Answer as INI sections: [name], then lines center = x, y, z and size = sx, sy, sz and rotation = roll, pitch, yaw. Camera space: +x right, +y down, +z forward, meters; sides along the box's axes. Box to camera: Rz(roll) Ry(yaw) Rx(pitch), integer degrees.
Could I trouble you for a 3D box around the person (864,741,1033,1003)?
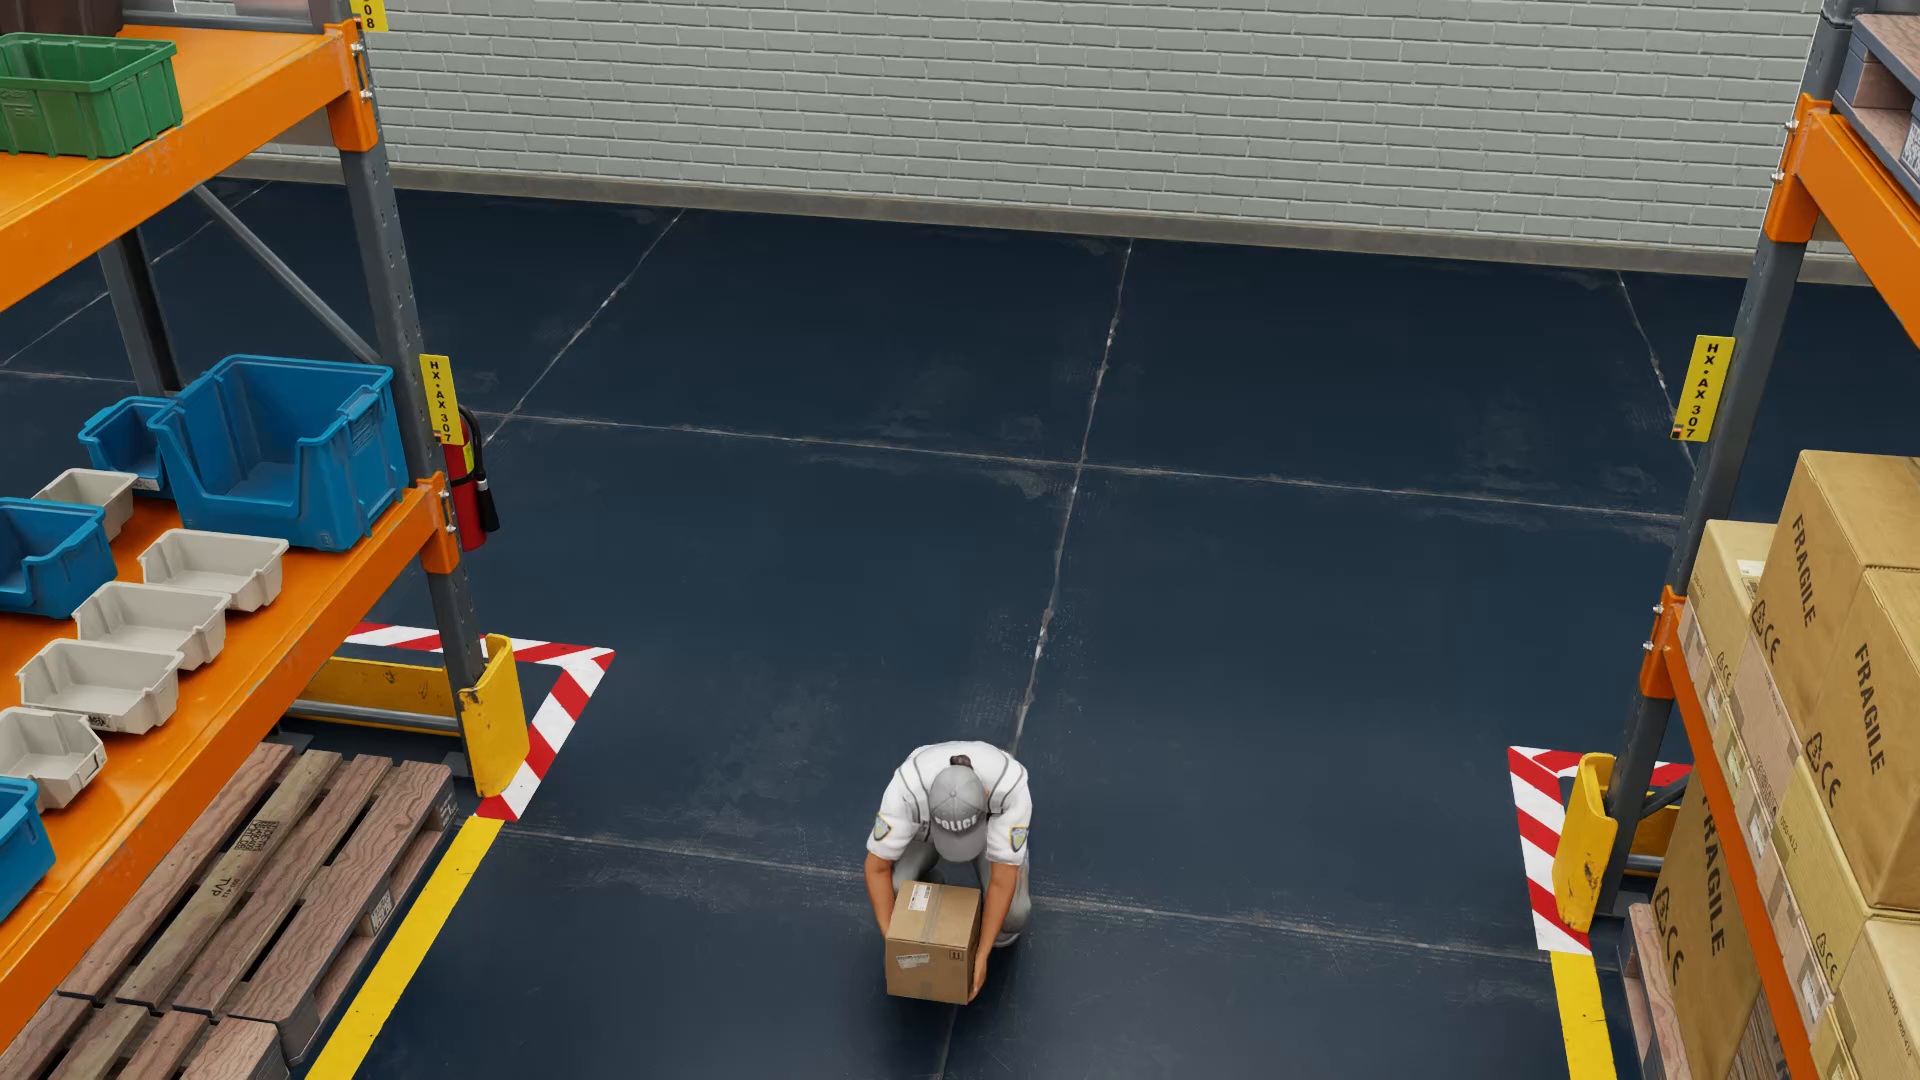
[person]
center = -0.012, 0.947, 5.343
size = 0.529, 0.939, 0.841
rotation = 5, 33, 8
